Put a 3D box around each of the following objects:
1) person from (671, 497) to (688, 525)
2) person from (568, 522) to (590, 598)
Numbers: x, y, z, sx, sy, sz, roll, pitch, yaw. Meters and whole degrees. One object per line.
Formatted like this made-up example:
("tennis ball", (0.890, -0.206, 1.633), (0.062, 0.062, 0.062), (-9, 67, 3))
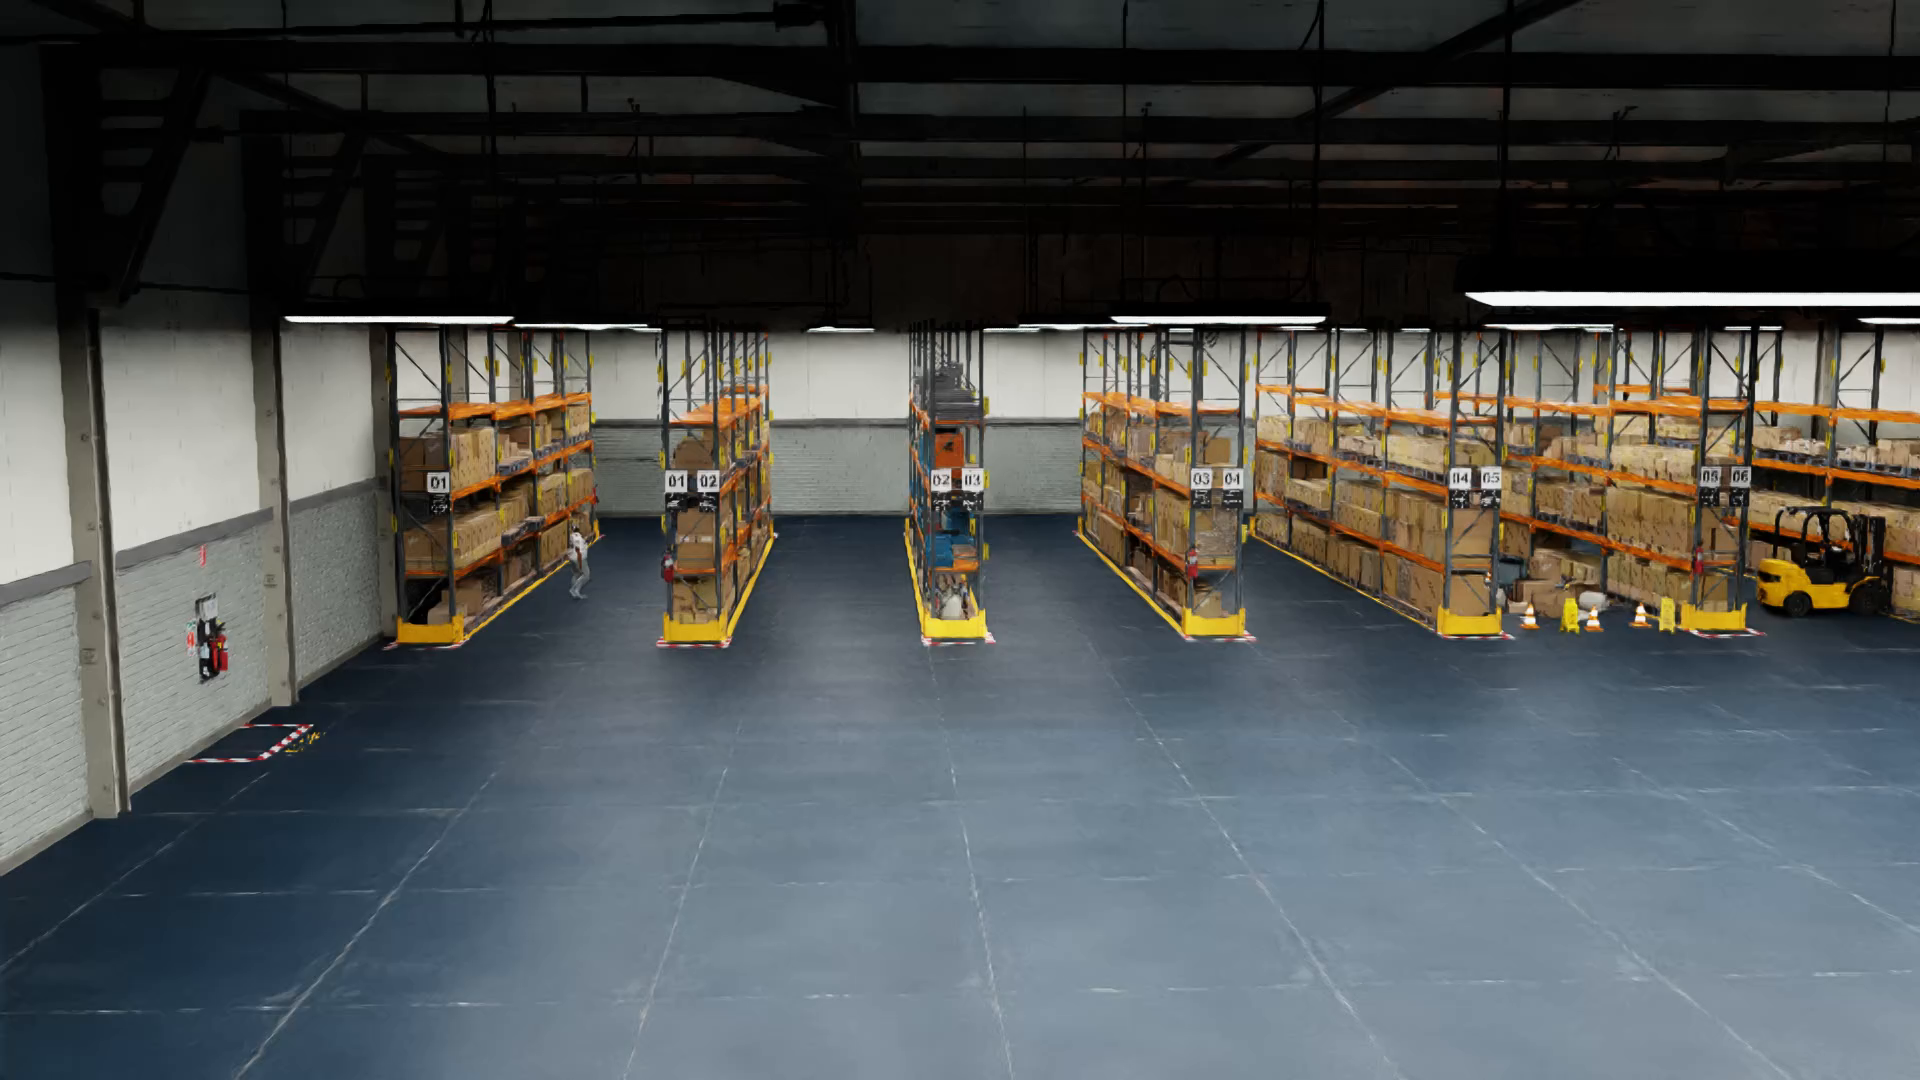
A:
("person", (-8.415, -1.270, 49.974), (0.677, 1.674, 0.534), (-1, 7, -5))
("person", (-8.305, 0.444, 36.130), (0.412, 1.659, 0.538), (-4, 8, -30))
